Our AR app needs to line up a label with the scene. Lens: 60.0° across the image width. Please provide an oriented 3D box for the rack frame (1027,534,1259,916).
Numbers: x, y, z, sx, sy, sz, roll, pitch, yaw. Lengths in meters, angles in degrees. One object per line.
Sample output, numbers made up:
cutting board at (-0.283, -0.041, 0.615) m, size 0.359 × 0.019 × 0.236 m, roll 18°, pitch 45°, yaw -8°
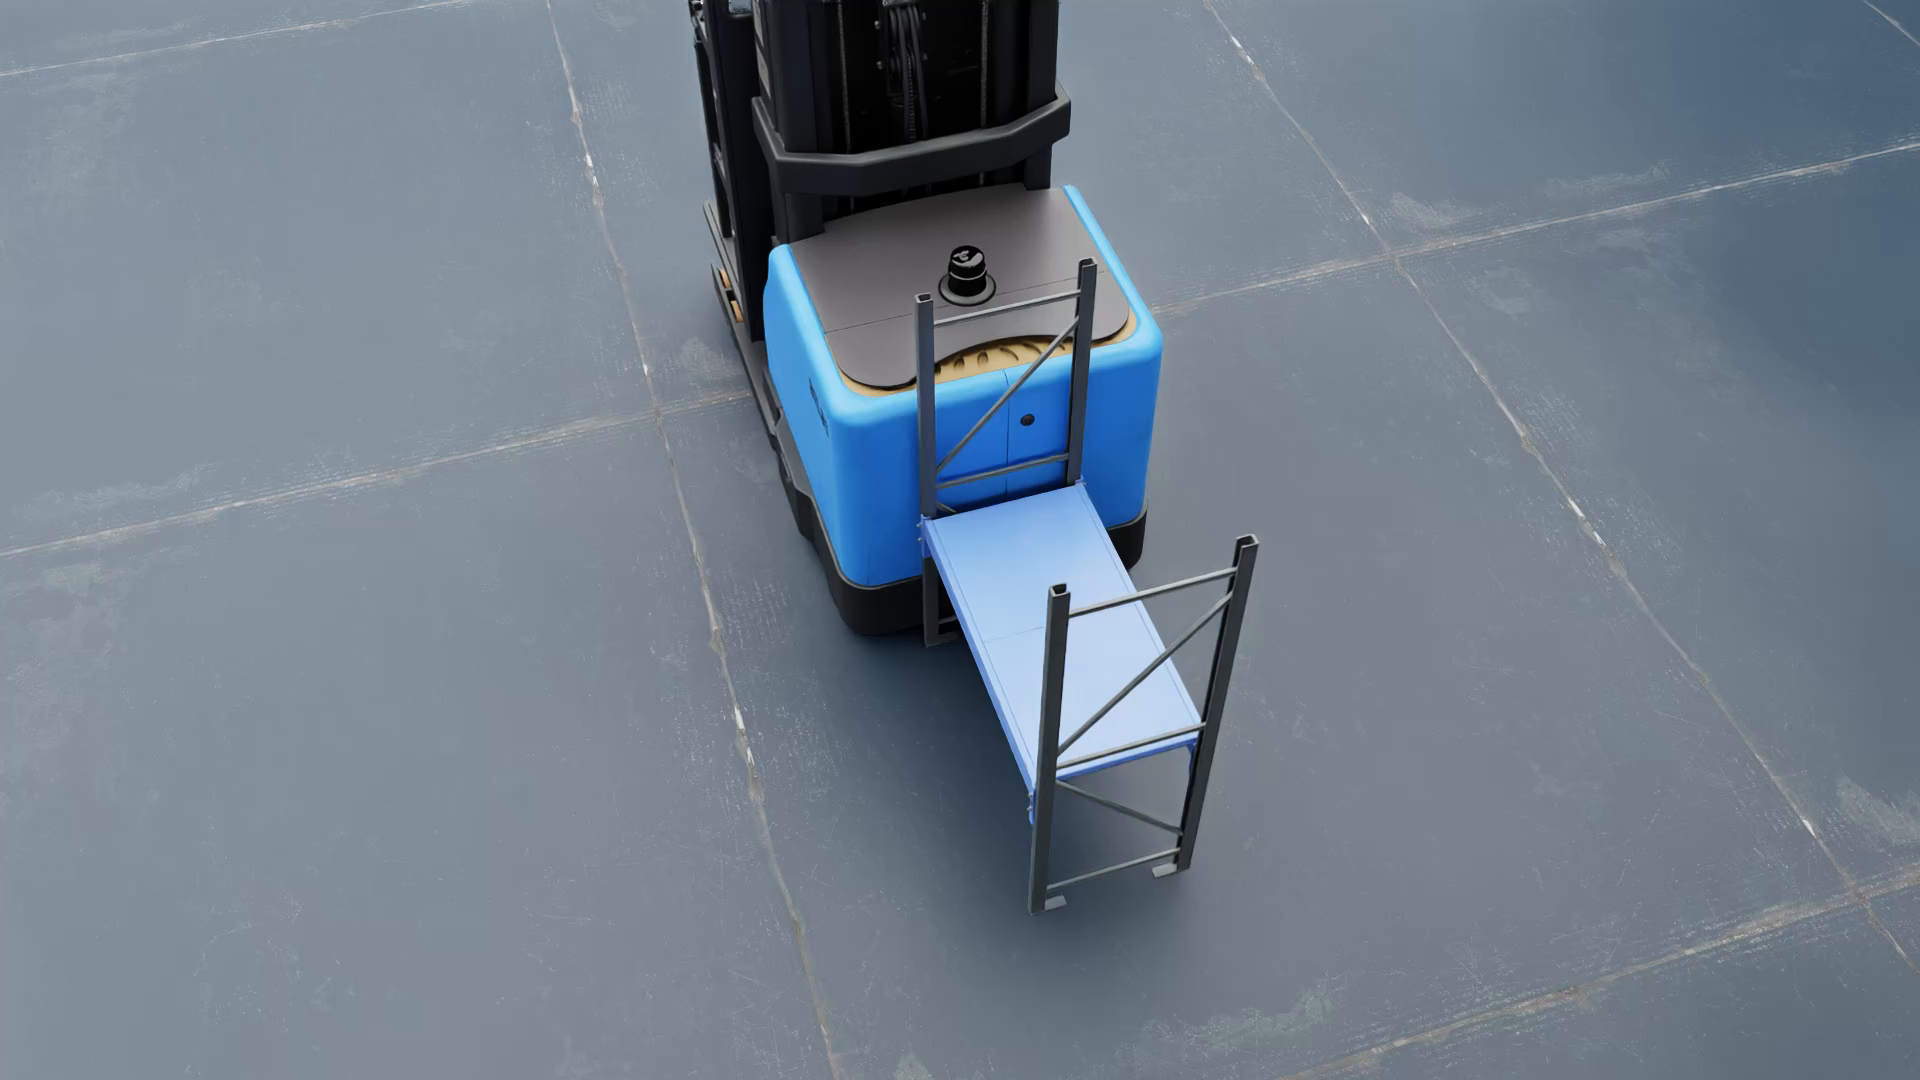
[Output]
rack frame at (0.439, 0.538, 4.315) m, size 0.500 × 1.500 × 0.032 m, roll -14°, pitch 51°, yaw -12°

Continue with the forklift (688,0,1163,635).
forklift at (-0.325, -1.793, 5.344) m, size 1.130 × 2.935 × 3.031 m, roll -14°, pitch 51°, yaw -12°

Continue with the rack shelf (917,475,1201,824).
rack shelf at (0.281, 0.285, 4.764) m, size 0.538 × 0.185 × 1.000 m, roll -14°, pitch 51°, yaw -12°

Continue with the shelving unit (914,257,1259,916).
shelving unit at (0.281, 0.169, 4.627) m, size 0.538 × 1.500 × 1.048 m, roll -14°, pitch 51°, yaw -12°

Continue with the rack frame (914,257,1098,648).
rack frame at (0.123, -0.201, 4.938) m, size 0.500 × 1.500 × 0.032 m, roll -14°, pitch 51°, yaw -12°
